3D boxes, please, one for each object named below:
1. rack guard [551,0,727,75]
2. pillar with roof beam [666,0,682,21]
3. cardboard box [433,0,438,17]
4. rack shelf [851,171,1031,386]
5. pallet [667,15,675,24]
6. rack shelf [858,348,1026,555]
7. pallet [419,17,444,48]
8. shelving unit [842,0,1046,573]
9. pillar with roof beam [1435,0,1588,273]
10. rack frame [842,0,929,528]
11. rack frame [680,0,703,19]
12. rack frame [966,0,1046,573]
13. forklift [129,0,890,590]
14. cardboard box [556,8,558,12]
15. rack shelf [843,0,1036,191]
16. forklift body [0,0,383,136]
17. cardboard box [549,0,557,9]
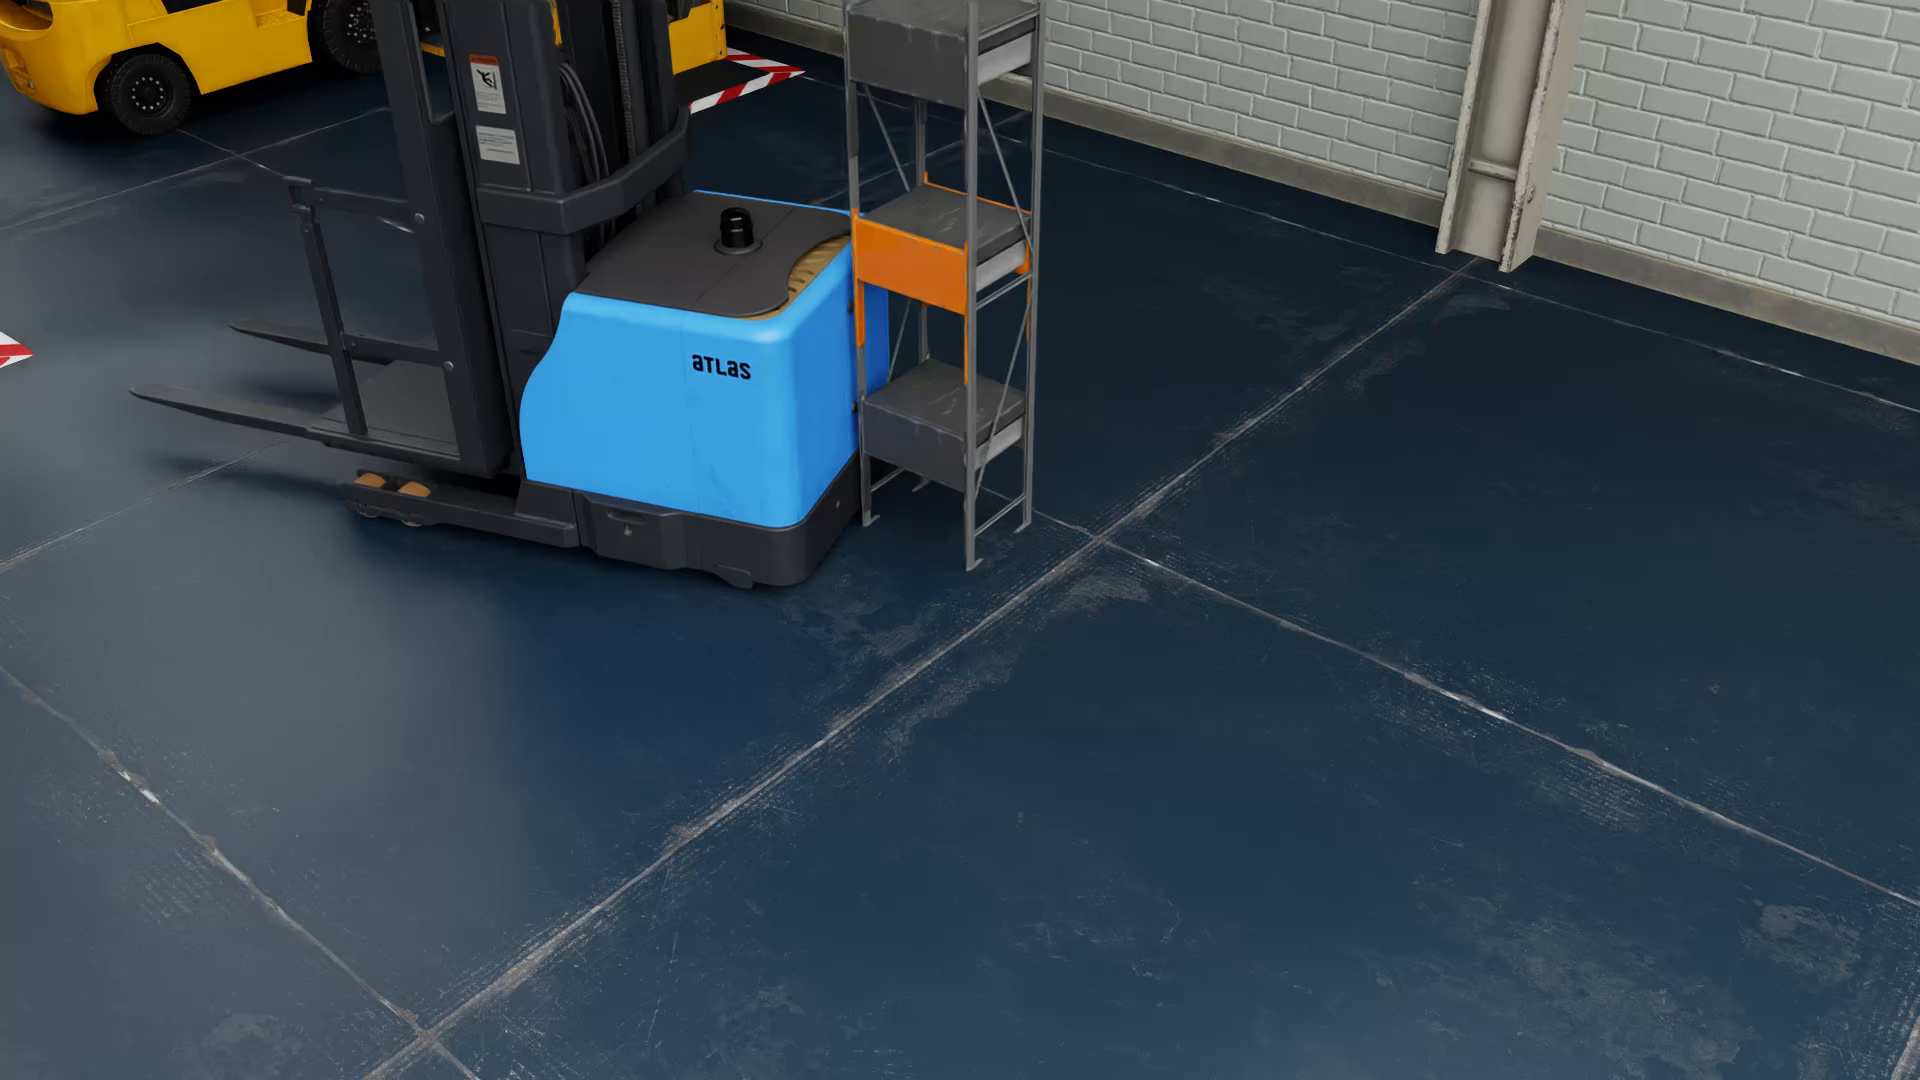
[{"bbox_3d":[-1.997,-3.175,10.432,0.348,0.500,1.175,25,42,32],"label":"rack guard"},{"bbox_3d":[-4.728,-5.459,6.249,0.400,9.000,9.100,25,42,32],"label":"pillar with roof beam"},{"bbox_3d":[-3.333,-3.656,10.982,0.500,0.250,0.500,26,42,32],"label":"cardboard box"},{"bbox_3d":[-0.050,-0.910,5.744,0.480,0.518,0.431,23,40,29],"label":"rack shelf"},{"bbox_3d":[-2.630,-3.324,10.903,1.213,0.211,1.003,25,42,32],"label":"pallet"},{"bbox_3d":[-0.050,-0.333,6.141,0.480,0.518,0.431,23,40,29],"label":"rack shelf"},{"bbox_3d":[-3.563,-3.766,11.547,1.213,0.211,1.003,25,42,32],"label":"pallet"},{"bbox_3d":[-0.050,-0.921,5.737,0.503,2.100,0.431,23,40,29],"label":"shelving unit"},{"bbox_3d":[-0.117,-3.285,3.085,0.400,9.000,9.100,25,42,32],"label":"pillar with roof beam"},{"bbox_3d":[-0.246,-1.003,5.856,0.015,2.100,0.400,23,40,29],"label":"rack frame"},{"bbox_3d":[-2.015,-4.214,9.737,0.127,3.000,1.000,25,42,32],"label":"rack frame"},{"bbox_3d":[0.147,-0.839,5.617,0.015,2.100,0.400,23,40,29],"label":"rack frame"},{"bbox_3d":[-1.829,-1.528,5.886,3.031,2.935,1.130,11,36,16],"label":"forklift"},{"bbox_3d":[-2.578,-3.287,10.444,0.500,0.250,0.500,26,42,32],"label":"cardboard box"},{"bbox_3d":[-0.050,-1.487,5.348,0.480,0.518,0.431,23,40,29],"label":"rack shelf"},{"bbox_3d":[-4.640,-3.757,9.821,1.214,2.155,2.313,25,42,32],"label":"forklift body"},{"bbox_3d":[-2.589,-3.500,10.313,0.500,0.250,0.500,25,41,31],"label":"cardboard box"}]
